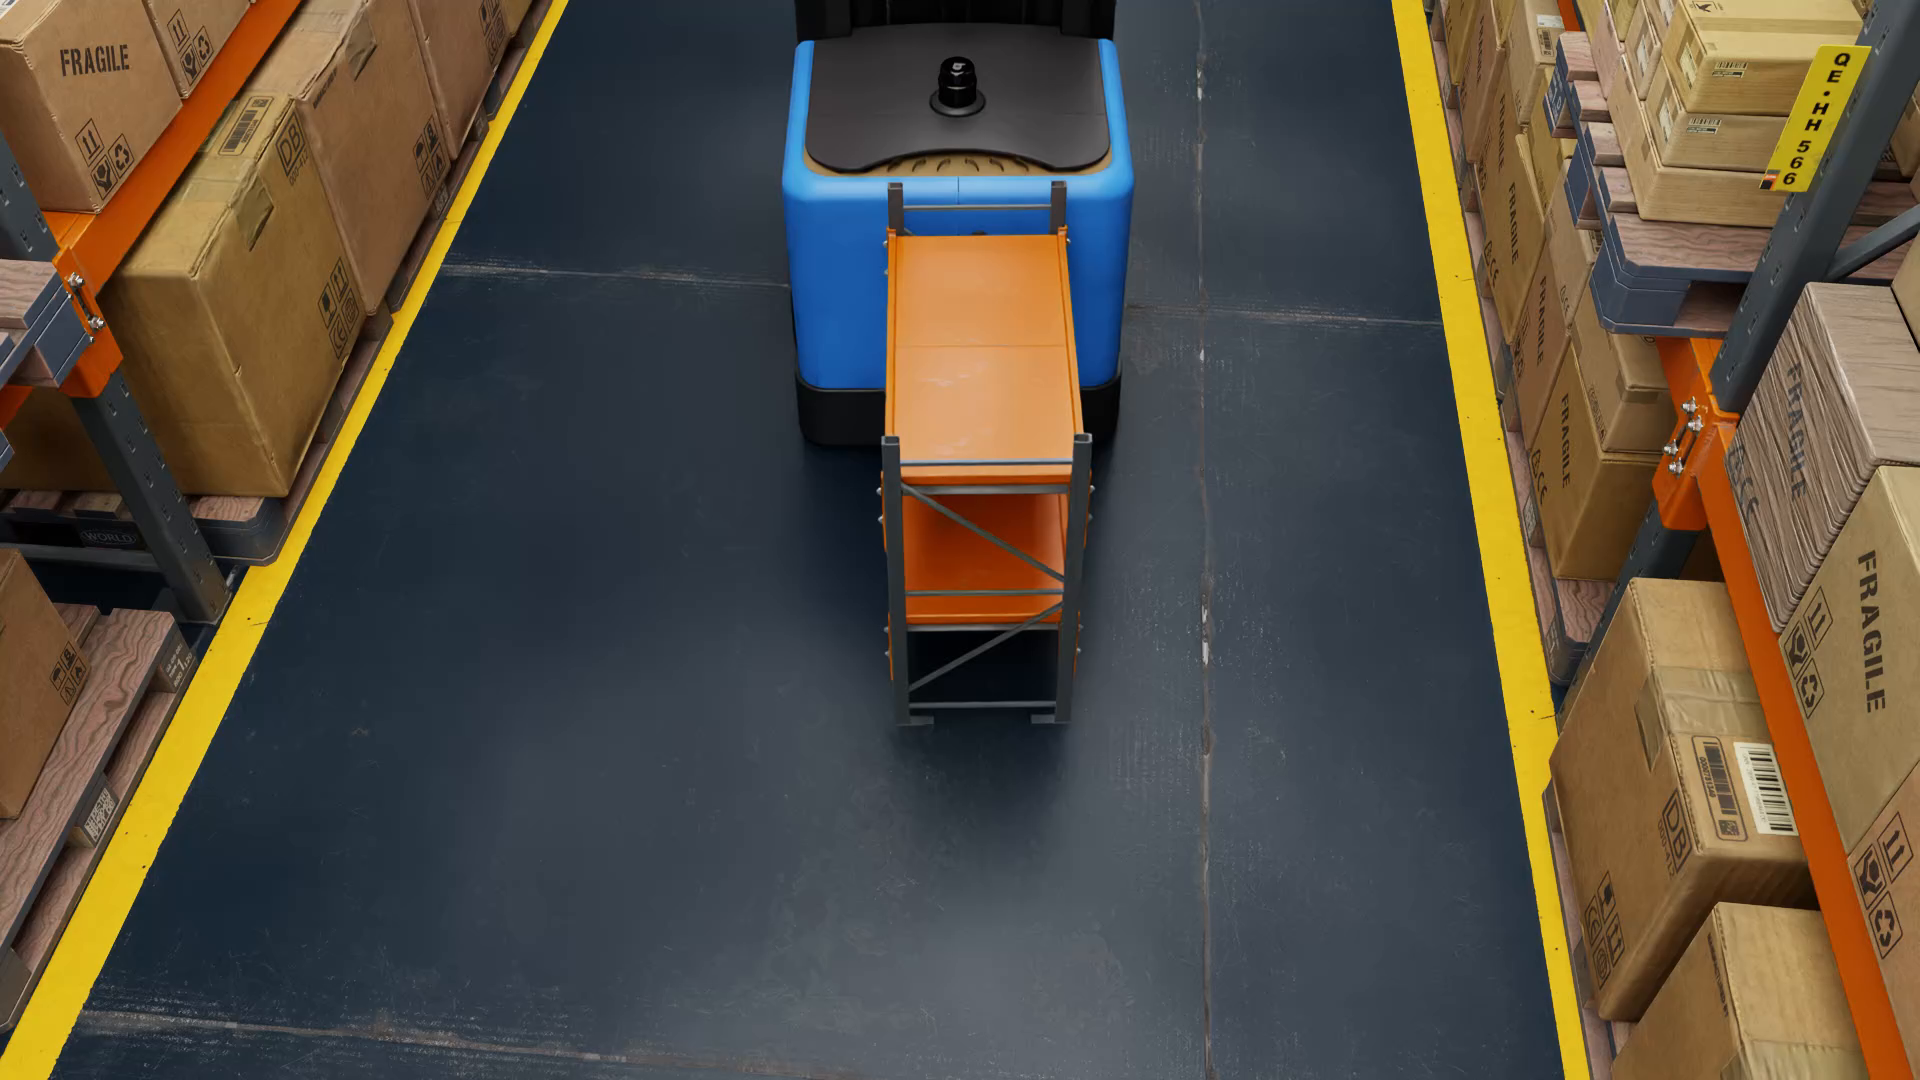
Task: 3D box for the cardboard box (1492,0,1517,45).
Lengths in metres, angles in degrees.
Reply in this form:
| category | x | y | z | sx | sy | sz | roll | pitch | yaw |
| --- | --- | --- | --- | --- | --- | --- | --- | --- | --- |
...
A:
| category | x | y | z | sx | sy | sz | roll | pitch | yaw |
| --- | --- | --- | --- | --- | --- | --- | --- | --- | --- |
| cardboard box | 2.190 | -1.995 | 5.943 | 0.500 | 0.250 | 0.500 | 5 | 48 | 5 |

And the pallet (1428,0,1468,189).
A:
| category | x | y | z | sx | sy | sz | roll | pitch | yaw |
| --- | --- | --- | --- | --- | --- | --- | --- | --- | --- |
| pallet | 2.497 | -1.847 | 6.796 | 1.003 | 0.211 | 1.213 | 4 | 48 | 4 |

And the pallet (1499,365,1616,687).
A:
| category | x | y | z | sx | sy | sz | roll | pitch | yaw |
| --- | --- | --- | --- | --- | --- | --- | --- | --- | --- |
| pallet | 2.275 | -0.054 | 5.156 | 1.003 | 0.211 | 1.213 | 4 | 48 | 4 |

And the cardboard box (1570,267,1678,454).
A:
| category | x | y | z | sx | sy | sz | roll | pitch | yaw |
| --- | --- | --- | --- | --- | --- | --- | --- | --- | --- |
| cardboard box | 2.004 | -0.492 | 4.569 | 0.500 | 0.250 | 0.500 | 3 | 48 | 3 |

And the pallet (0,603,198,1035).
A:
| category | x | y | z | sx | sy | sz | roll | pitch | yaw |
| --- | --- | --- | --- | --- | --- | --- | --- | --- | --- |
| pallet | -2.800 | 0.687 | 4.479 | 1.003 | 0.211 | 1.213 | 4 | 48 | 4 |

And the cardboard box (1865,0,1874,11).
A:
| category | x | y | z | sx | sy | sz | roll | pitch | yaw |
| --- | --- | --- | --- | --- | --- | --- | --- | --- | --- |
| cardboard box | 2.490 | -1.316 | 4.105 | 0.380 | 0.149 | 0.250 | 3 | 48 | 2 |

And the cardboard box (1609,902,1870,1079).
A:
| category | x | y | z | sx | sy | sz | roll | pitch | yaw |
| --- | --- | --- | --- | --- | --- | --- | --- | --- | --- |
| cardboard box | 1.981 | 1.281 | 3.286 | 1.050 | 0.750 | 0.750 | 5 | 48 | 4 |

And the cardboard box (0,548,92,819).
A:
| category | x | y | z | sx | sy | sz | roll | pitch | yaw |
| --- | --- | --- | --- | --- | --- | --- | --- | --- | --- |
| cardboard box | -2.769 | 0.360 | 4.284 | 0.700 | 0.500 | 0.500 | 2 | 48 | 1 |

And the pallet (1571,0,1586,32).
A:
| category | x | y | z | sx | sy | sz | roll | pitch | yaw |
| --- | --- | --- | --- | --- | --- | --- | --- | --- | --- |
| pallet | 2.342 | -1.813 | 5.006 | 1.003 | 0.211 | 1.213 | 4 | 48 | 4 |

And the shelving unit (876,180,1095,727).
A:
| category | x | y | z | sx | sy | sz | roll | pitch | yaw |
| --- | --- | --- | --- | --- | --- | --- | --- | --- | --- |
| shelving unit | 0.056 | -0.235 | 4.703 | 0.538 | 1.125 | 1.048 | -1 | 48 | -1 |

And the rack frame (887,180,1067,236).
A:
| category | x | y | z | sx | sy | sz | roll | pitch | yaw |
| --- | --- | --- | --- | --- | --- | --- | --- | --- | --- |
| rack frame | 0.048 | -0.610 | 5.046 | 0.500 | 1.125 | 0.032 | -1 | 48 | -1 |

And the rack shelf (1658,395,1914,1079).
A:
| category | x | y | z | sx | sy | sz | roll | pitch | yaw |
| --- | --- | --- | --- | --- | --- | --- | --- | --- | --- |
| rack shelf | 2.020 | 1.292 | 2.523 | 1.077 | 0.370 | 4.000 | 4 | 48 | 4 |

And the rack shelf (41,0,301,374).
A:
| category | x | y | z | sx | sy | sz | roll | pitch | yaw |
| --- | --- | --- | --- | --- | --- | --- | --- | --- | --- |
| rack shelf | -2.545 | -2.055 | 5.585 | 1.077 | 0.370 | 4.000 | 4 | 48 | 4 |

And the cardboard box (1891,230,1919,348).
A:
| category | x | y | z | sx | sy | sz | roll | pitch | yaw |
| --- | --- | --- | --- | --- | --- | --- | --- | --- | --- |
| cardboard box | 2.152 | -0.463 | 2.895 | 0.700 | 0.500 | 0.500 | 4 | 48 | 3 |

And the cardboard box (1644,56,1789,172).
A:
| category | x | y | z | sx | sy | sz | roll | pitch | yaw |
| --- | --- | --- | --- | --- | --- | --- | --- | --- | --- |
| cardboard box | 1.794 | -0.972 | 3.790 | 0.380 | 0.149 | 0.250 | 5 | 48 | 4 |

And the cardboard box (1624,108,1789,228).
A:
| category | x | y | z | sx | sy | sz | roll | pitch | yaw |
| --- | --- | --- | --- | --- | --- | --- | --- | --- | --- |
| cardboard box | 1.790 | -0.871 | 3.900 | 0.380 | 0.149 | 0.250 | 5 | 48 | 4 |

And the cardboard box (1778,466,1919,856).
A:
| category | x | y | z | sx | sy | sz | roll | pitch | yaw |
| --- | --- | --- | --- | --- | --- | --- | --- | --- | --- |
| cardboard box | 1.849 | 0.231 | 2.938 | 0.500 | 0.500 | 0.500 | 3 | 48 | 3 |

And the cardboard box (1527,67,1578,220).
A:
| category | x | y | z | sx | sy | sz | roll | pitch | yaw |
| --- | --- | --- | --- | --- | --- | --- | --- | --- | --- |
| cardboard box | 2.101 | -1.236 | 5.249 | 0.500 | 0.250 | 0.500 | 5 | 48 | 4 |

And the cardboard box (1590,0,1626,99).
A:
| category | x | y | z | sx | sy | sz | roll | pitch | yaw |
| --- | --- | --- | --- | --- | --- | --- | --- | --- | --- |
| cardboard box | 1.837 | -1.243 | 4.239 | 0.380 | 0.149 | 0.250 | 5 | 48 | 4 |

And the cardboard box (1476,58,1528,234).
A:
| category | x | y | z | sx | sy | sz | roll | pitch | yaw |
| --- | --- | --- | --- | --- | --- | --- | --- | --- | --- |
| cardboard box | 2.155 | -1.358 | 5.869 | 0.500 | 0.500 | 0.500 | 5 | 48 | 4 |

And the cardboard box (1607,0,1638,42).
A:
| category | x | y | z | sx | sy | sz | roll | pitch | yaw |
| --- | --- | --- | --- | --- | --- | --- | --- | --- | --- |
| cardboard box | 1.838 | -1.362 | 4.147 | 0.380 | 0.149 | 0.250 | 5 | 48 | 4 |

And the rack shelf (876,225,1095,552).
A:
| category | x | y | z | sx | sy | sz | roll | pitch | yaw |
| --- | --- | --- | --- | --- | --- | --- | --- | --- | --- |
| rack shelf | 0.056 | -0.433 | 4.487 | 0.538 | 0.278 | 1.000 | -1 | 48 | -1 |

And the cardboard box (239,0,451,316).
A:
| category | x | y | z | sx | sy | sz | roll | pitch | yaw |
| --- | --- | --- | --- | --- | --- | --- | --- | --- | --- |
| cardboard box | -2.555 | -1.413 | 5.665 | 1.225 | 0.875 | 0.875 | 4 | 48 | 4 |

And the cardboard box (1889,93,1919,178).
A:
| category | x | y | z | sx | sy | sz | roll | pitch | yaw |
| --- | --- | --- | --- | --- | --- | --- | --- | --- | --- |
| cardboard box | 2.469 | -0.990 | 4.008 | 0.380 | 0.149 | 0.250 | 6 | 48 | 5 |

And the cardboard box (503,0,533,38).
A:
| category | x | y | z | sx | sy | sz | roll | pitch | yaw |
| --- | --- | --- | --- | --- | --- | --- | --- | --- | --- |
| cardboard box | -2.402 | -2.721 | 6.861 | 1.225 | 0.875 | 0.875 | 4 | 48 | 4 |

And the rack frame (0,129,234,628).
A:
| category | x | y | z | sx | sy | sz | roll | pitch | yaw |
| --- | --- | --- | --- | --- | --- | --- | --- | --- | --- |
| rack frame | -2.728 | -0.829 | 3.975 | 1.000 | 3.000 | 0.127 | 4 | 48 | 4 |

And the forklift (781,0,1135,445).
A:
| category | x | y | z | sx | sy | sz | roll | pitch | yaw |
| --- | --- | --- | --- | --- | --- | --- | --- | --- | --- |
| forklift | -0.019 | -2.370 | 5.431 | 1.130 | 2.935 | 3.031 | 0 | 48 | 0 |

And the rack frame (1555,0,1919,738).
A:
| category | x | y | z | sx | sy | sz | roll | pitch | yaw |
| --- | --- | --- | --- | --- | --- | --- | --- | --- | --- |
| rack frame | 2.202 | -0.421 | 3.602 | 1.000 | 3.000 | 0.127 | 4 | 48 | 4 |

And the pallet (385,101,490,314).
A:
| category | x | y | z | sx | sy | sz | roll | pitch | yaw |
| --- | --- | --- | --- | --- | --- | --- | --- | --- | --- |
| pallet | -2.467 | -1.356 | 6.347 | 1.003 | 0.211 | 1.213 | 4 | 48 | 4 |

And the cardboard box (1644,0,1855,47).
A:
| category | x | y | z | sx | sy | sz | roll | pitch | yaw |
| --- | --- | --- | --- | --- | --- | --- | --- | --- | --- |
| cardboard box | 1.816 | -1.254 | 3.847 | 0.380 | 0.149 | 0.250 | 3 | 48 | 3 |

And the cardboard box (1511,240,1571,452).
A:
| category | x | y | z | sx | sy | sz | roll | pitch | yaw |
| --- | --- | --- | --- | --- | --- | --- | --- | --- | --- |
| cardboard box | 2.053 | -0.601 | 5.177 | 0.500 | 0.500 | 0.500 | 6 | 48 | 5 |

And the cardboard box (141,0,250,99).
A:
| category | x | y | z | sx | sy | sz | roll | pitch | yaw |
| --- | --- | --- | --- | --- | --- | --- | --- | --- | --- |
| cardboard box | -2.368 | -1.580 | 4.595 | 0.500 | 0.500 | 0.500 | 3 | 48 | 2 |

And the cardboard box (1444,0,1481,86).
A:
| category | x | y | z | sx | sy | sz | roll | pitch | yaw |
| --- | --- | --- | --- | --- | --- | --- | --- | --- | --- |
| cardboard box | 2.235 | -2.133 | 6.578 | 0.500 | 0.500 | 0.500 | 6 | 48 | 5 |
